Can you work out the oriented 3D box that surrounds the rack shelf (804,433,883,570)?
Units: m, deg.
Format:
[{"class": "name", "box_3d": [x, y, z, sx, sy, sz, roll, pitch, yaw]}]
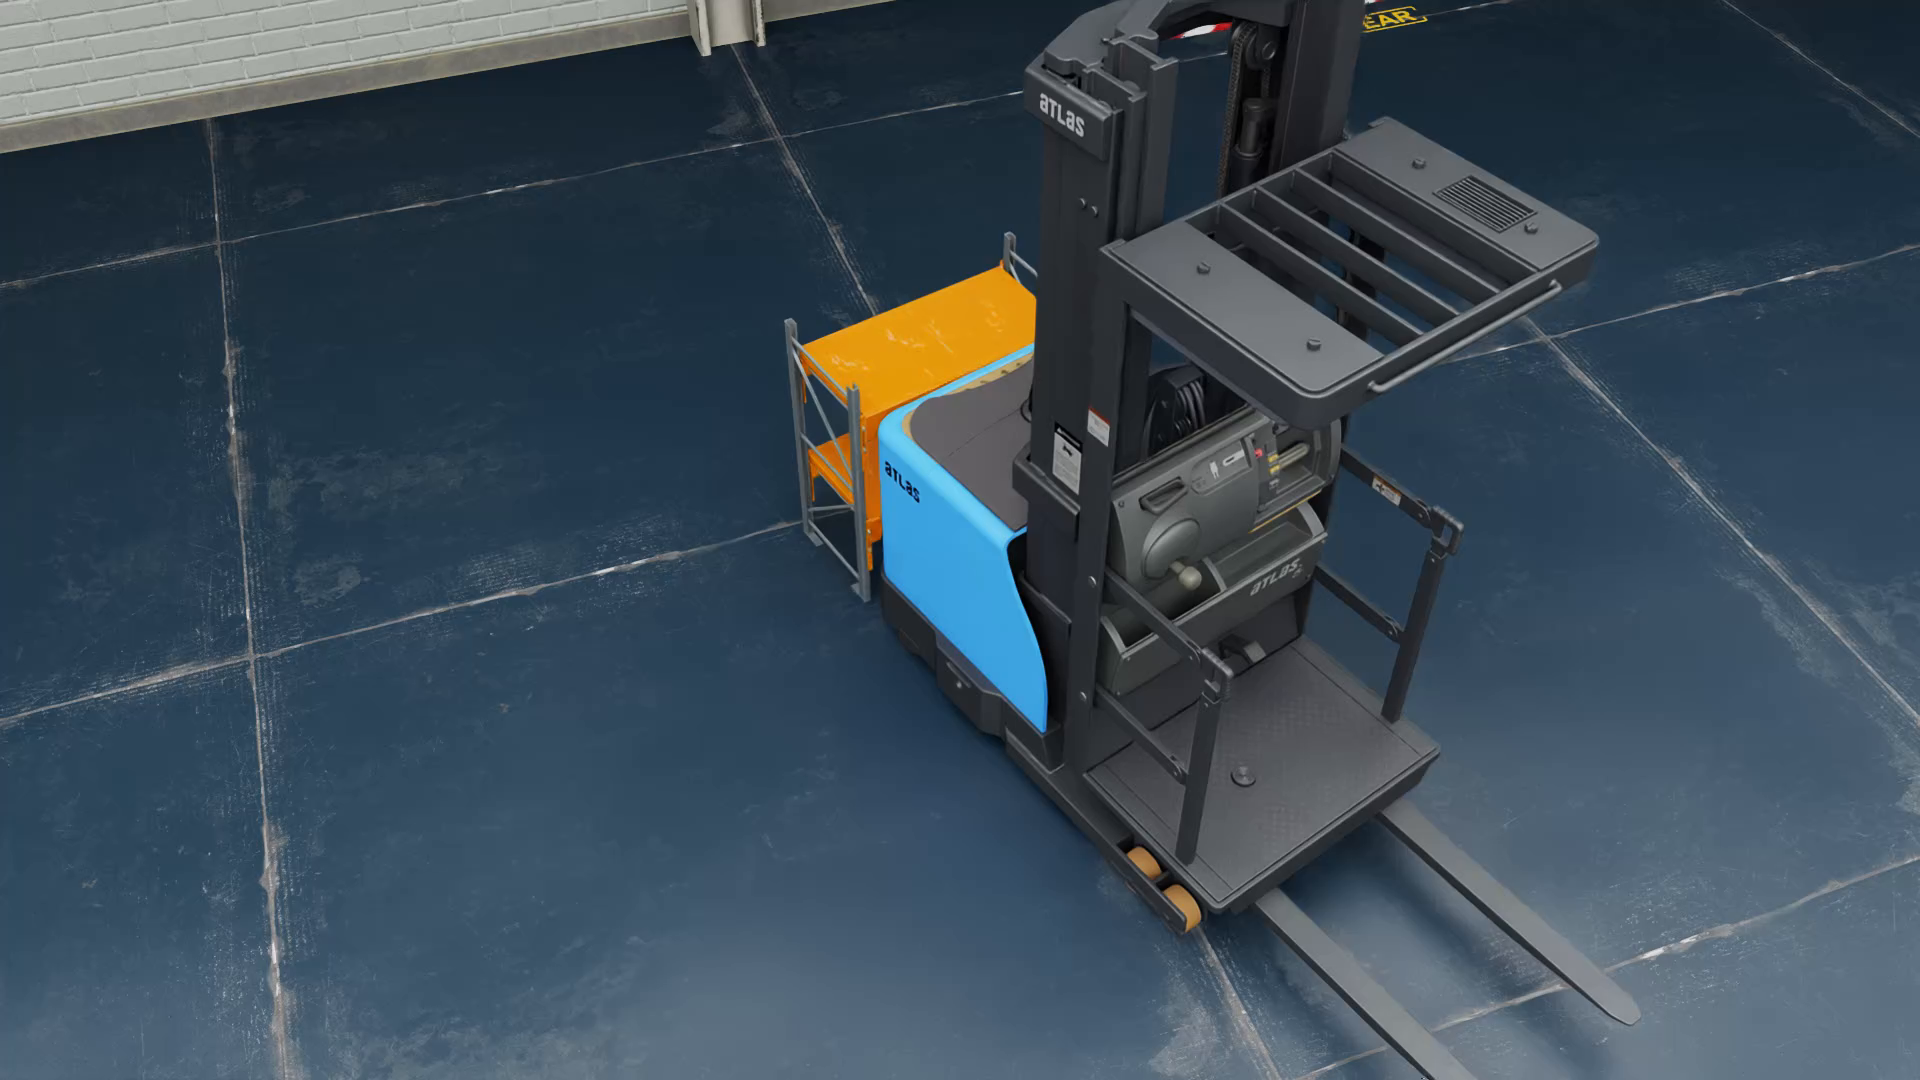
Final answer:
[{"class": "rack shelf", "box_3d": [-0.094, -0.322, 6.931, 1.000, 0.278, 0.538, -26, 50, -23]}]

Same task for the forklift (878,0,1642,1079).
[{"class": "forklift", "box_3d": [0.976, -0.087, 5.077, 1.130, 2.935, 3.031, -28, 52, -25]}]

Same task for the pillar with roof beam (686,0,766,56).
[{"class": "pillar with roof beam", "box_3d": [0.054, -3.351, 4.046, 0.400, 9.000, 9.100, -14, 47, -14]}]

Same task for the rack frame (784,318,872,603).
[{"class": "rack frame", "box_3d": [-0.515, -0.293, 6.557, 0.032, 1.125, 0.500, -26, 50, -23]}]

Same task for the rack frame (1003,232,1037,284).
[{"class": "rack frame", "box_3d": [0.328, -0.696, 6.958, 0.032, 1.125, 0.500, -26, 50, -23]}]

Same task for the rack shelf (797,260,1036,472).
[{"class": "rack shelf", "box_3d": [-0.094, -0.701, 6.551, 1.000, 0.278, 0.538, -26, 50, -23]}]

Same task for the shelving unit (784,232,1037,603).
[{"class": "shelving unit", "box_3d": [-0.094, -0.495, 6.758, 1.048, 1.125, 0.538, -26, 50, -23]}]
